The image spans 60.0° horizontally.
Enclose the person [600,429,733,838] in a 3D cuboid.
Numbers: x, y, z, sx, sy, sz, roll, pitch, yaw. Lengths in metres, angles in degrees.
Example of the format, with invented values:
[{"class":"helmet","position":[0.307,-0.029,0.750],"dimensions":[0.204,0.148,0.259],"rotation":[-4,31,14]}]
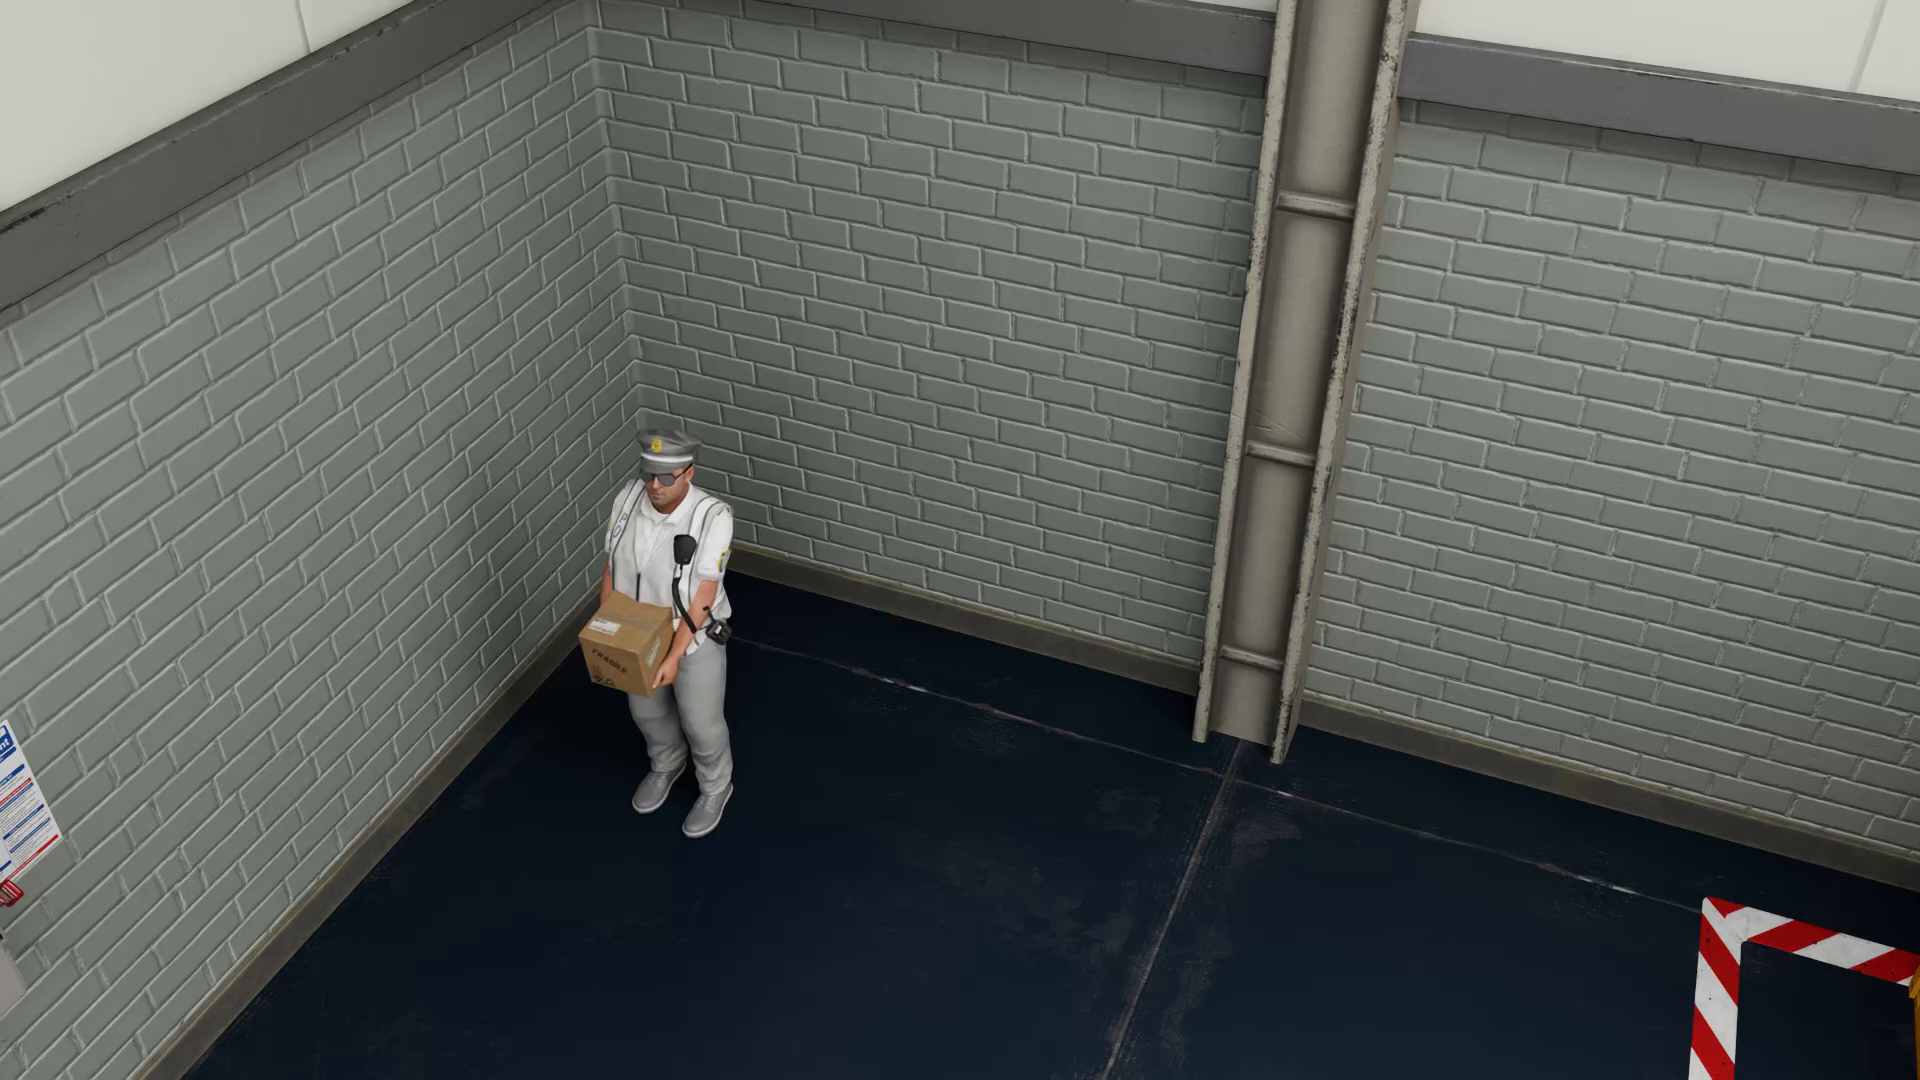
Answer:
[{"class":"person","position":[-1.109,0.380,6.298],"dimensions":[0.493,1.767,0.566],"rotation":[14,40,18]}]
